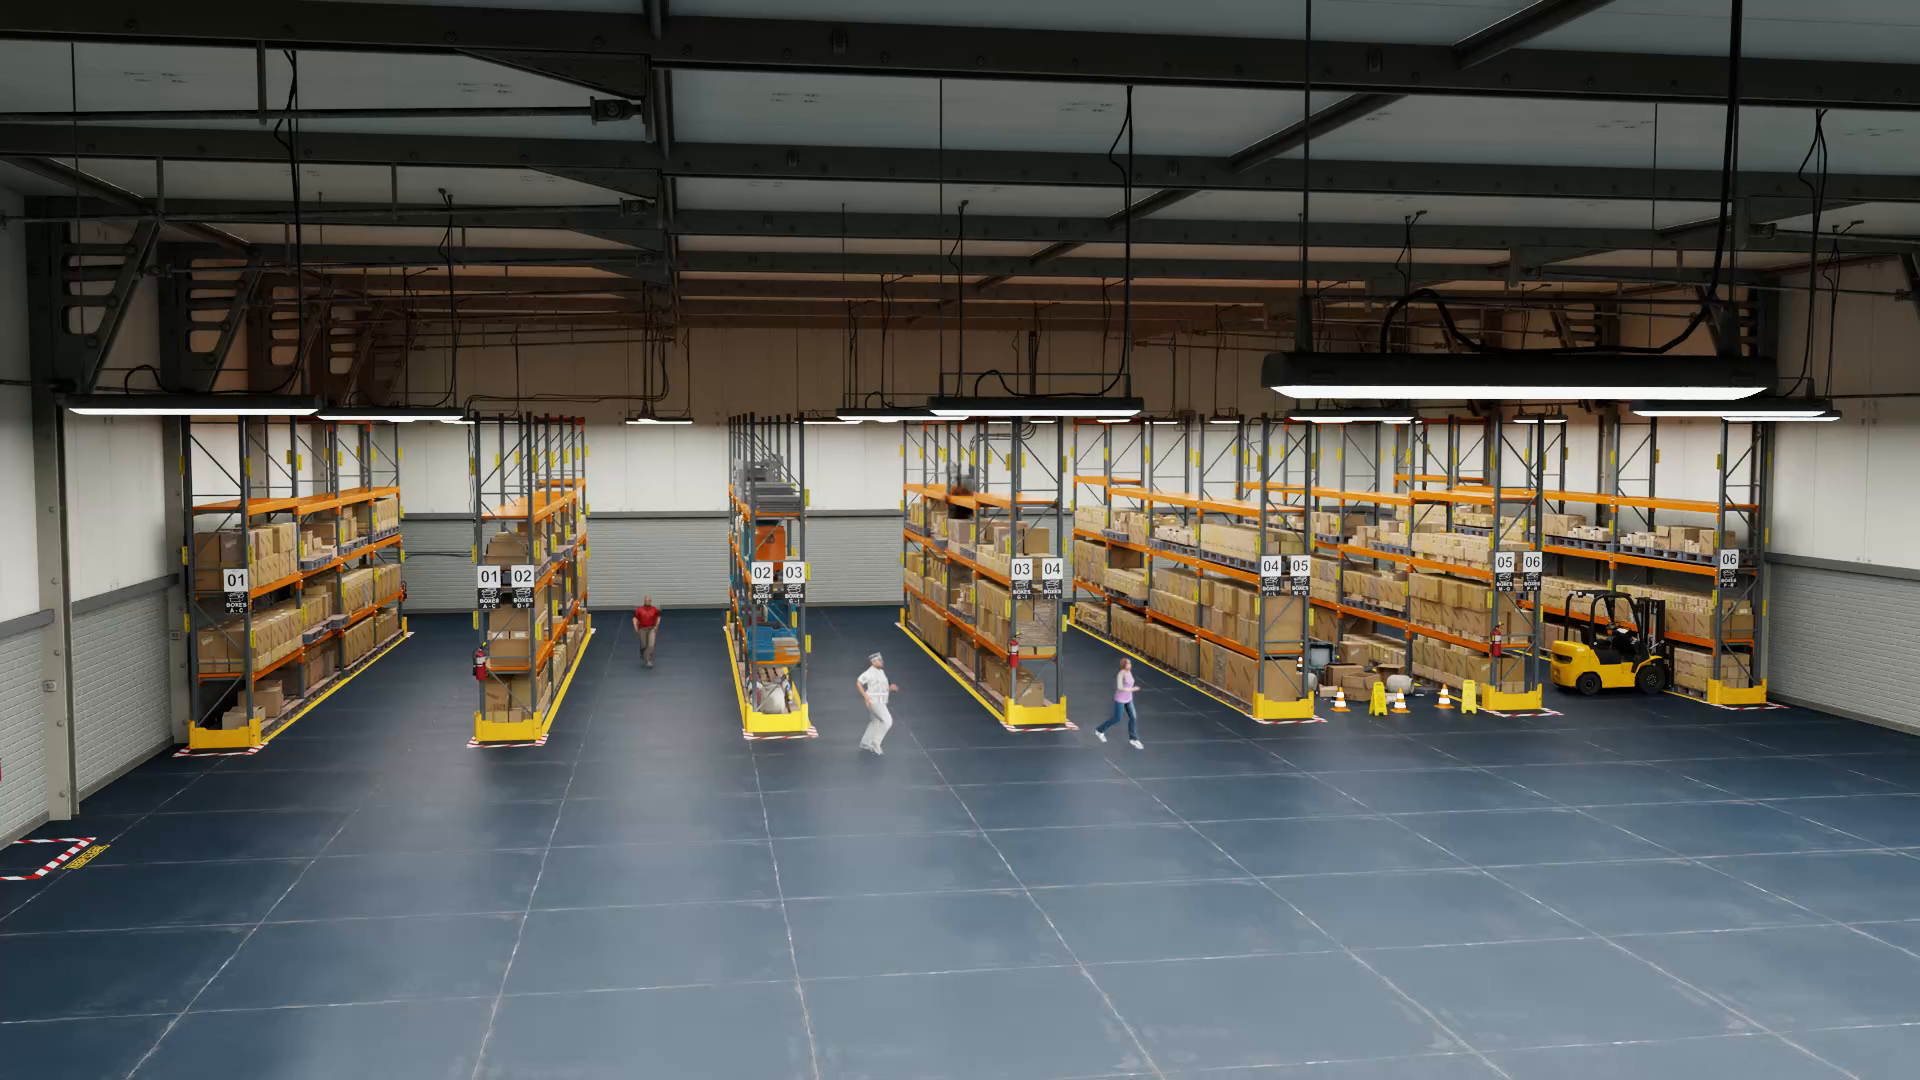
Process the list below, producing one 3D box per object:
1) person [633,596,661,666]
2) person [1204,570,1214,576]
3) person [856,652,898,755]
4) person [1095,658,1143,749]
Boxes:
[{"bbox_3d":[-7.506,2.182,39.935,0.652,1.672,0.587,-1,4,-16],"label":"person"},{"bbox_3d":[7.575,1.453,50.608,0.664,1.664,0.556,-1,4,-10],"label":"person"},{"bbox_3d":[-1.433,2.867,29.143,0.730,1.818,0.634,1,4,14],"label":"person"},{"bbox_3d":[2.884,2.900,29.751,0.857,1.615,0.550,3,5,33],"label":"person"}]
